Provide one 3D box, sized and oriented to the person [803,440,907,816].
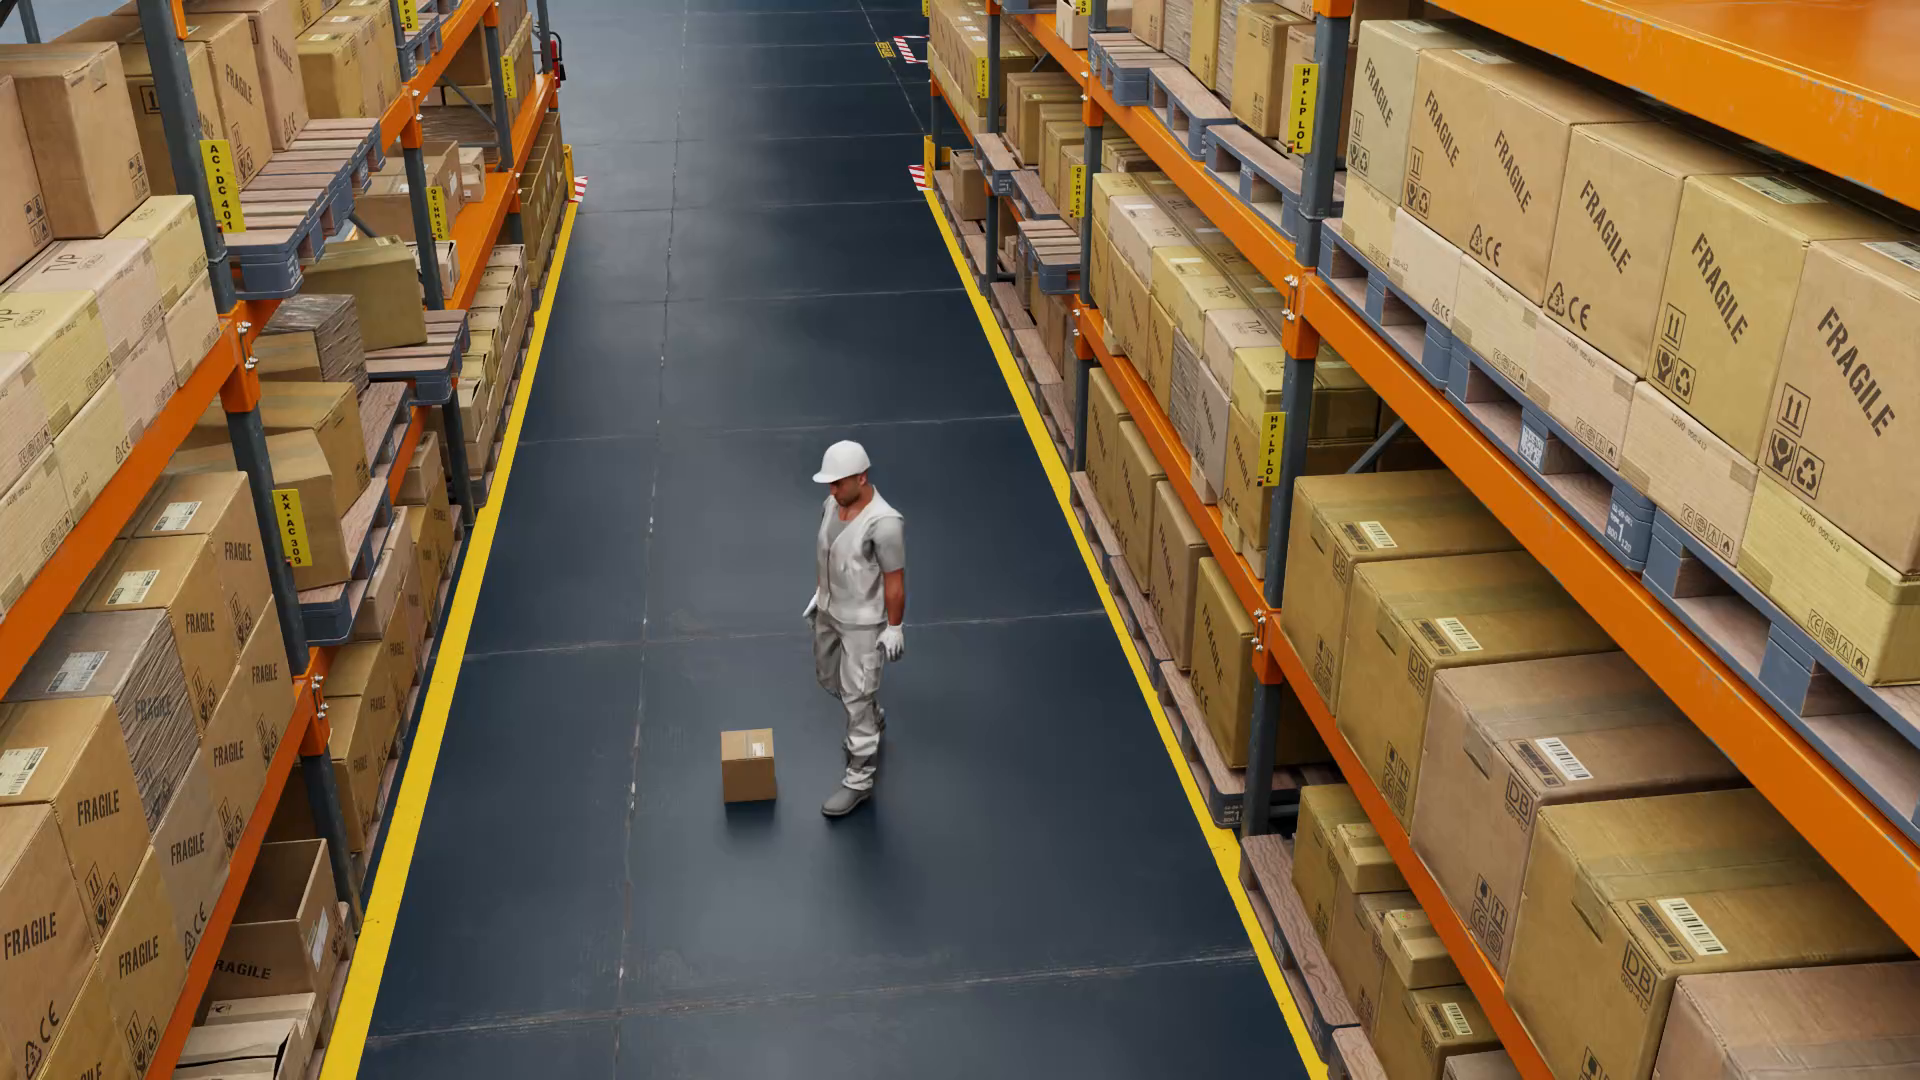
[{"bbox_3d":[-0.536,0.366,7.857,0.647,1.775,0.570,-19,33,-33],"label":"person"}]
